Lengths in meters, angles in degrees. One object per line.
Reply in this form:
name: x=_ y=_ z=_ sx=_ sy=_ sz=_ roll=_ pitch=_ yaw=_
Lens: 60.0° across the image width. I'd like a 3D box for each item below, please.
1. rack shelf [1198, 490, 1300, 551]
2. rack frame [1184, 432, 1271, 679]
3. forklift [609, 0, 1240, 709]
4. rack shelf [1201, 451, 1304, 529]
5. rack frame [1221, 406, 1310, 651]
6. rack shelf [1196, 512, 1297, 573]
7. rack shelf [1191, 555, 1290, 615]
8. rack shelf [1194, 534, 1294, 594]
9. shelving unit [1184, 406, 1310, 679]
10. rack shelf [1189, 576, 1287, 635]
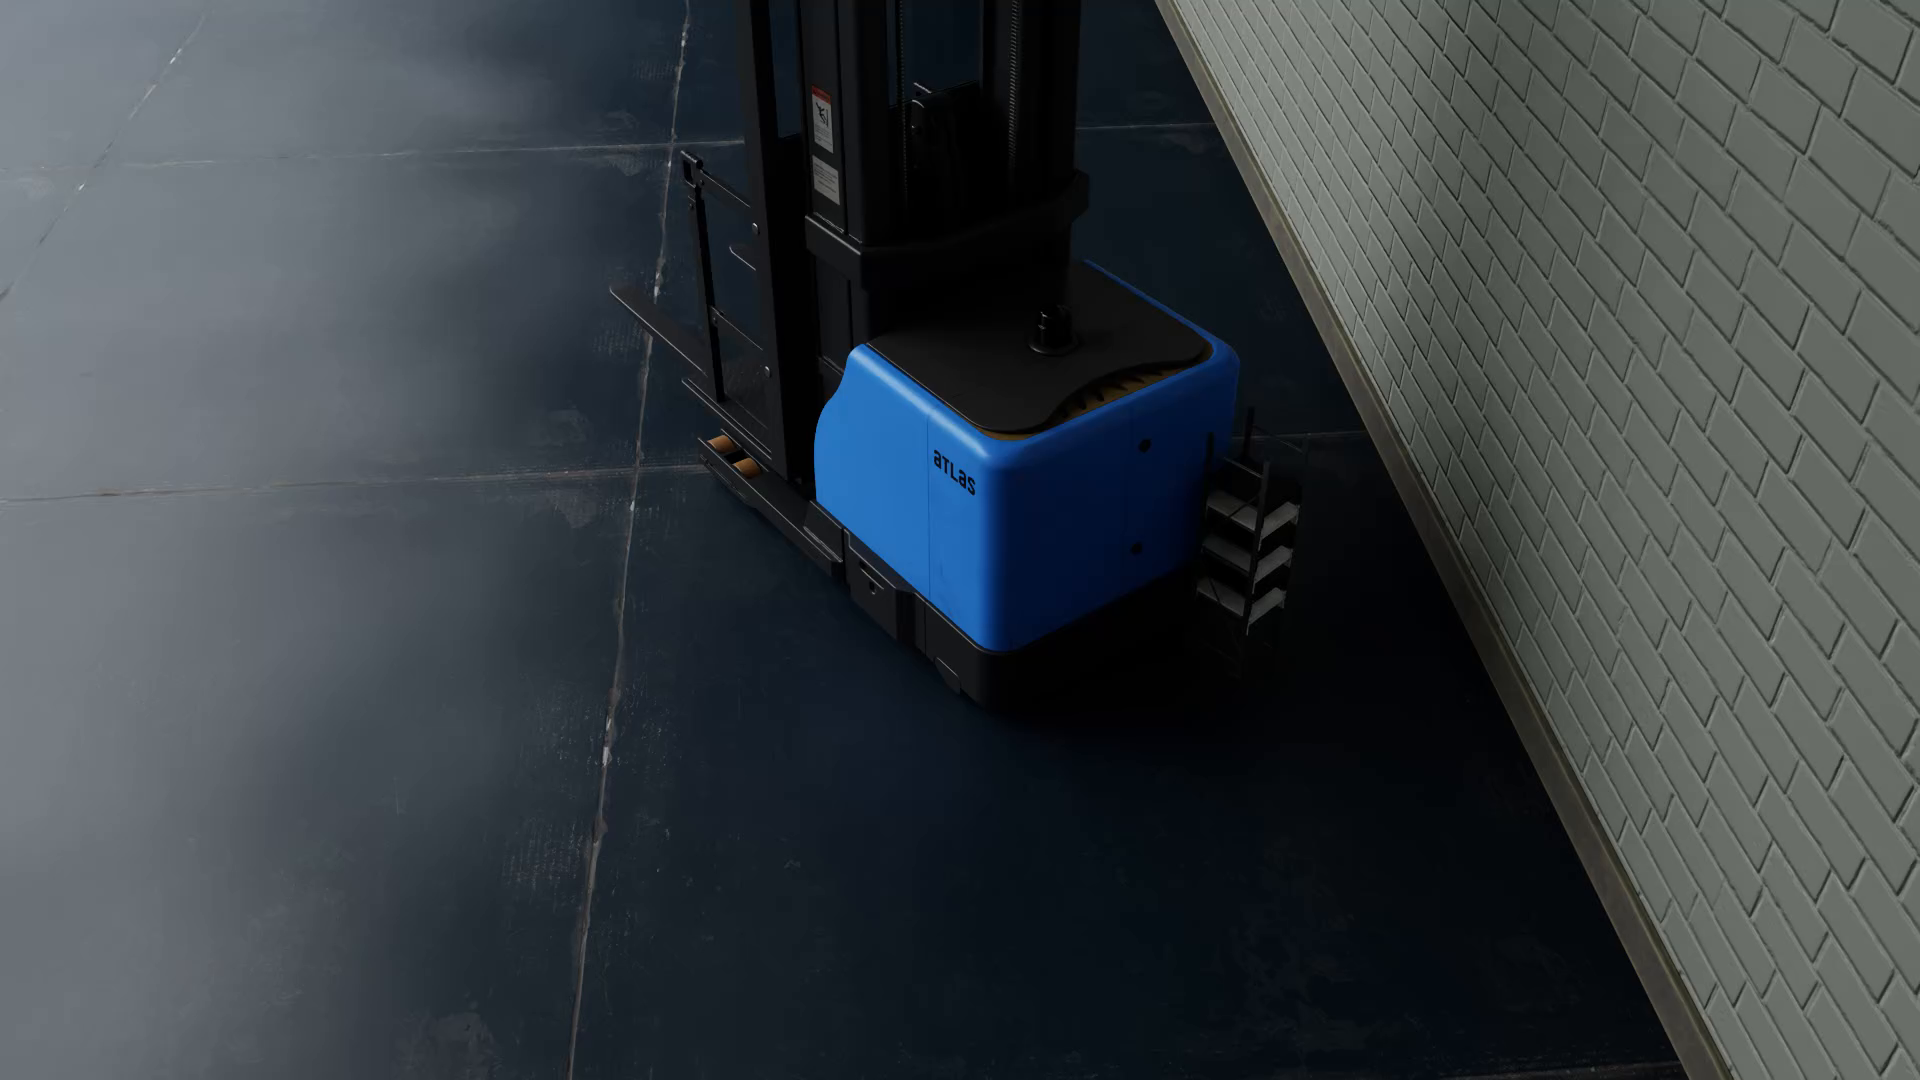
rack shelf: x=0.939 y=-0.093 z=5.404 sx=0.200 sy=0.077 sz=0.258 roll=-31 pitch=48 yaw=-33
rack frame: x=0.866 y=0.067 z=5.439 sx=0.006 sy=0.900 sz=0.240 roll=-31 pitch=48 yaw=-33
forklift: x=-0.371 y=-1.460 z=5.735 sx=1.130 sy=2.935 sz=3.031 roll=-25 pitch=45 yaw=-28
rack shelf: x=0.939 y=-0.163 z=5.348 sx=0.200 sy=0.077 sz=0.258 roll=-31 pitch=48 yaw=-33
rack frame: x=1.012 y=-0.022 z=5.551 sx=0.006 sy=0.900 sz=0.240 roll=-31 pitch=48 yaw=-33
rack shelf: x=0.939 y=-0.022 z=5.460 sx=0.200 sy=0.077 sz=0.258 roll=-31 pitch=48 yaw=-33
rack shelf: x=0.939 y=0.119 z=5.571 sx=0.200 sy=0.077 sz=0.258 roll=-31 pitch=48 yaw=-33
rack shelf: x=0.939 y=0.049 z=5.516 sx=0.200 sy=0.077 sz=0.258 roll=-31 pitch=48 yaw=-33
shelving unit: x=0.939 y=0.022 z=5.495 sx=0.210 sy=0.900 sz=0.258 roll=-31 pitch=48 yaw=-33
rack shelf: x=0.939 y=0.190 z=5.627 sx=0.200 sy=0.077 sz=0.258 roll=-31 pitch=48 yaw=-33
